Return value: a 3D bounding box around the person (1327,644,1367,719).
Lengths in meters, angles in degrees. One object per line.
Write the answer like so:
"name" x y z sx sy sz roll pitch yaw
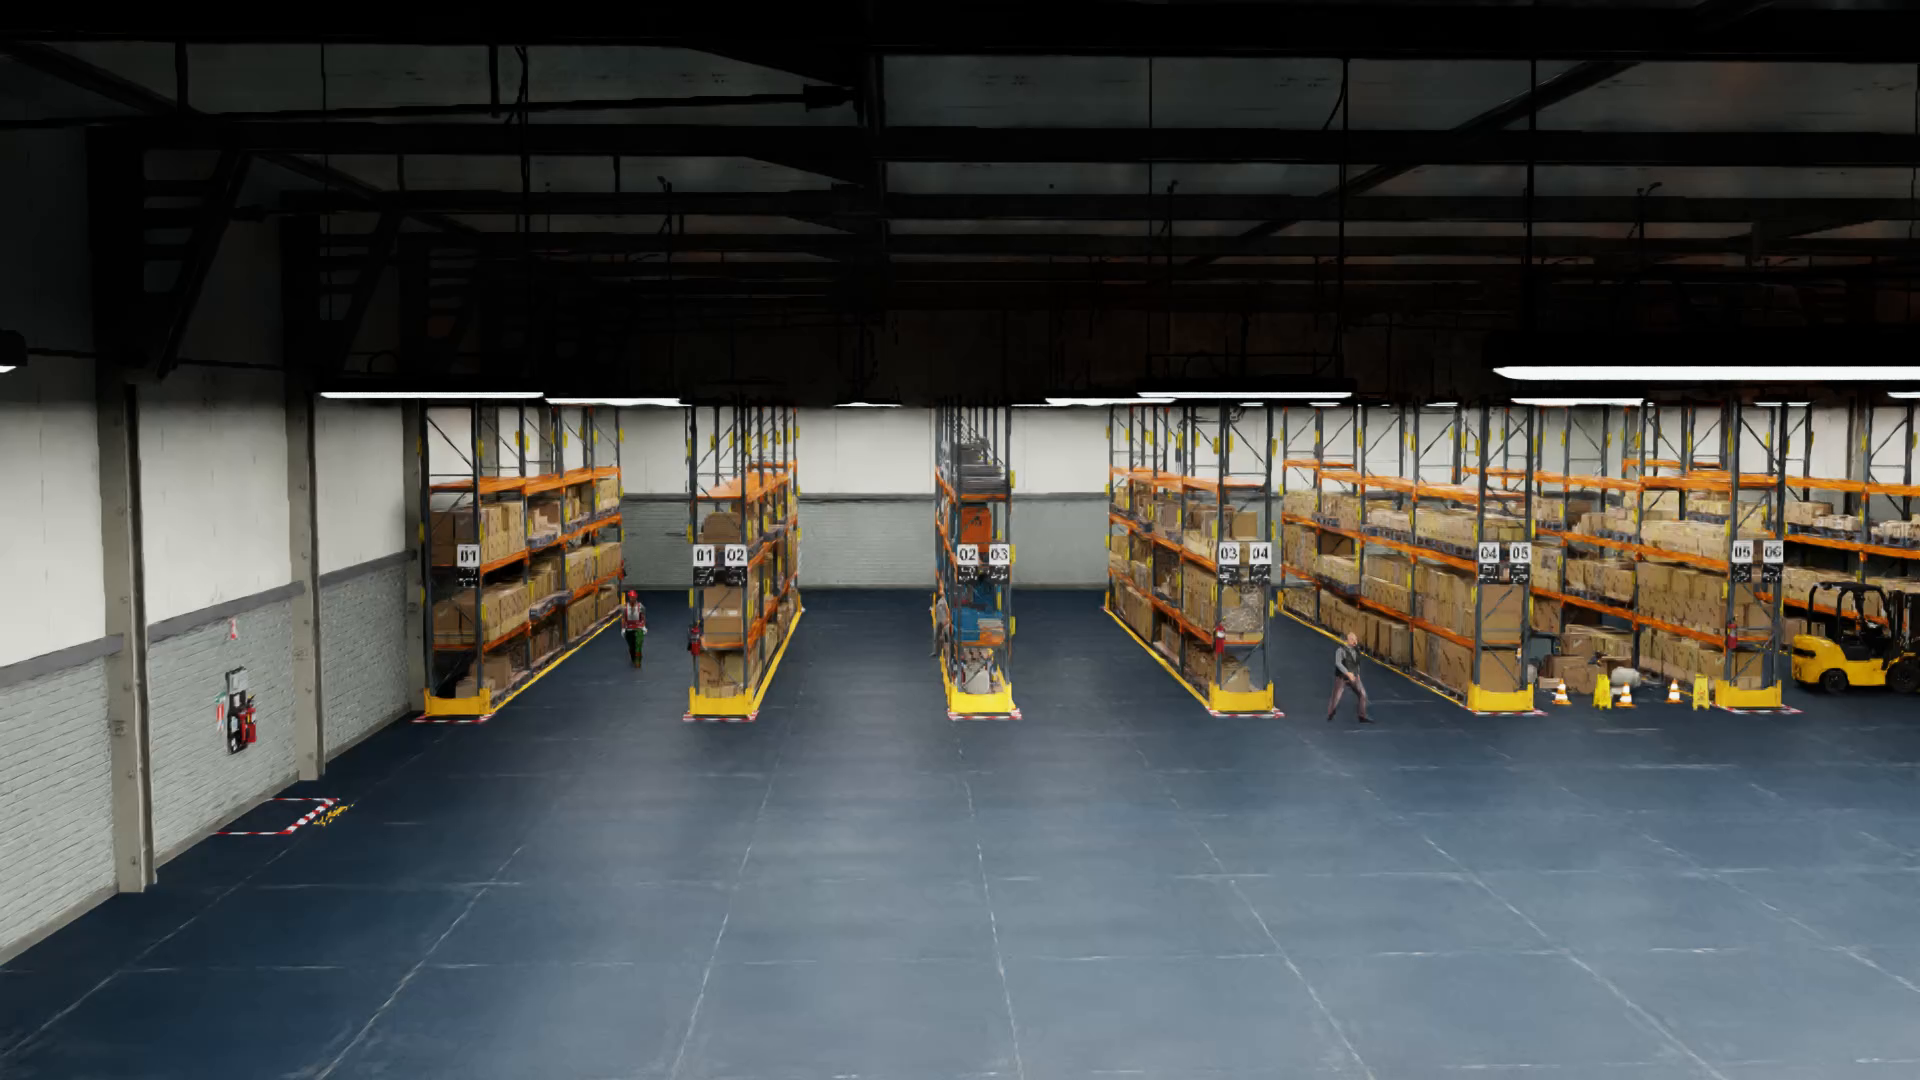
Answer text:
"person" 7.061 2.571 30.366 0.526 1.382 0.694 -2 5 -22

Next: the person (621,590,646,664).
"person" -7.258 1.922 36.928 0.537 1.662 0.942 0 5 -4

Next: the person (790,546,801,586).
"person" -5.177 0.857 51.575 0.430 1.484 0.610 3 5 30

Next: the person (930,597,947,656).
"person" -0.286 2.007 38.470 0.575 1.395 0.666 -4 6 -42

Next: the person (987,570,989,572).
"person" 0.880 0.930 45.601 0.564 1.014 0.537 -1 5 -11
